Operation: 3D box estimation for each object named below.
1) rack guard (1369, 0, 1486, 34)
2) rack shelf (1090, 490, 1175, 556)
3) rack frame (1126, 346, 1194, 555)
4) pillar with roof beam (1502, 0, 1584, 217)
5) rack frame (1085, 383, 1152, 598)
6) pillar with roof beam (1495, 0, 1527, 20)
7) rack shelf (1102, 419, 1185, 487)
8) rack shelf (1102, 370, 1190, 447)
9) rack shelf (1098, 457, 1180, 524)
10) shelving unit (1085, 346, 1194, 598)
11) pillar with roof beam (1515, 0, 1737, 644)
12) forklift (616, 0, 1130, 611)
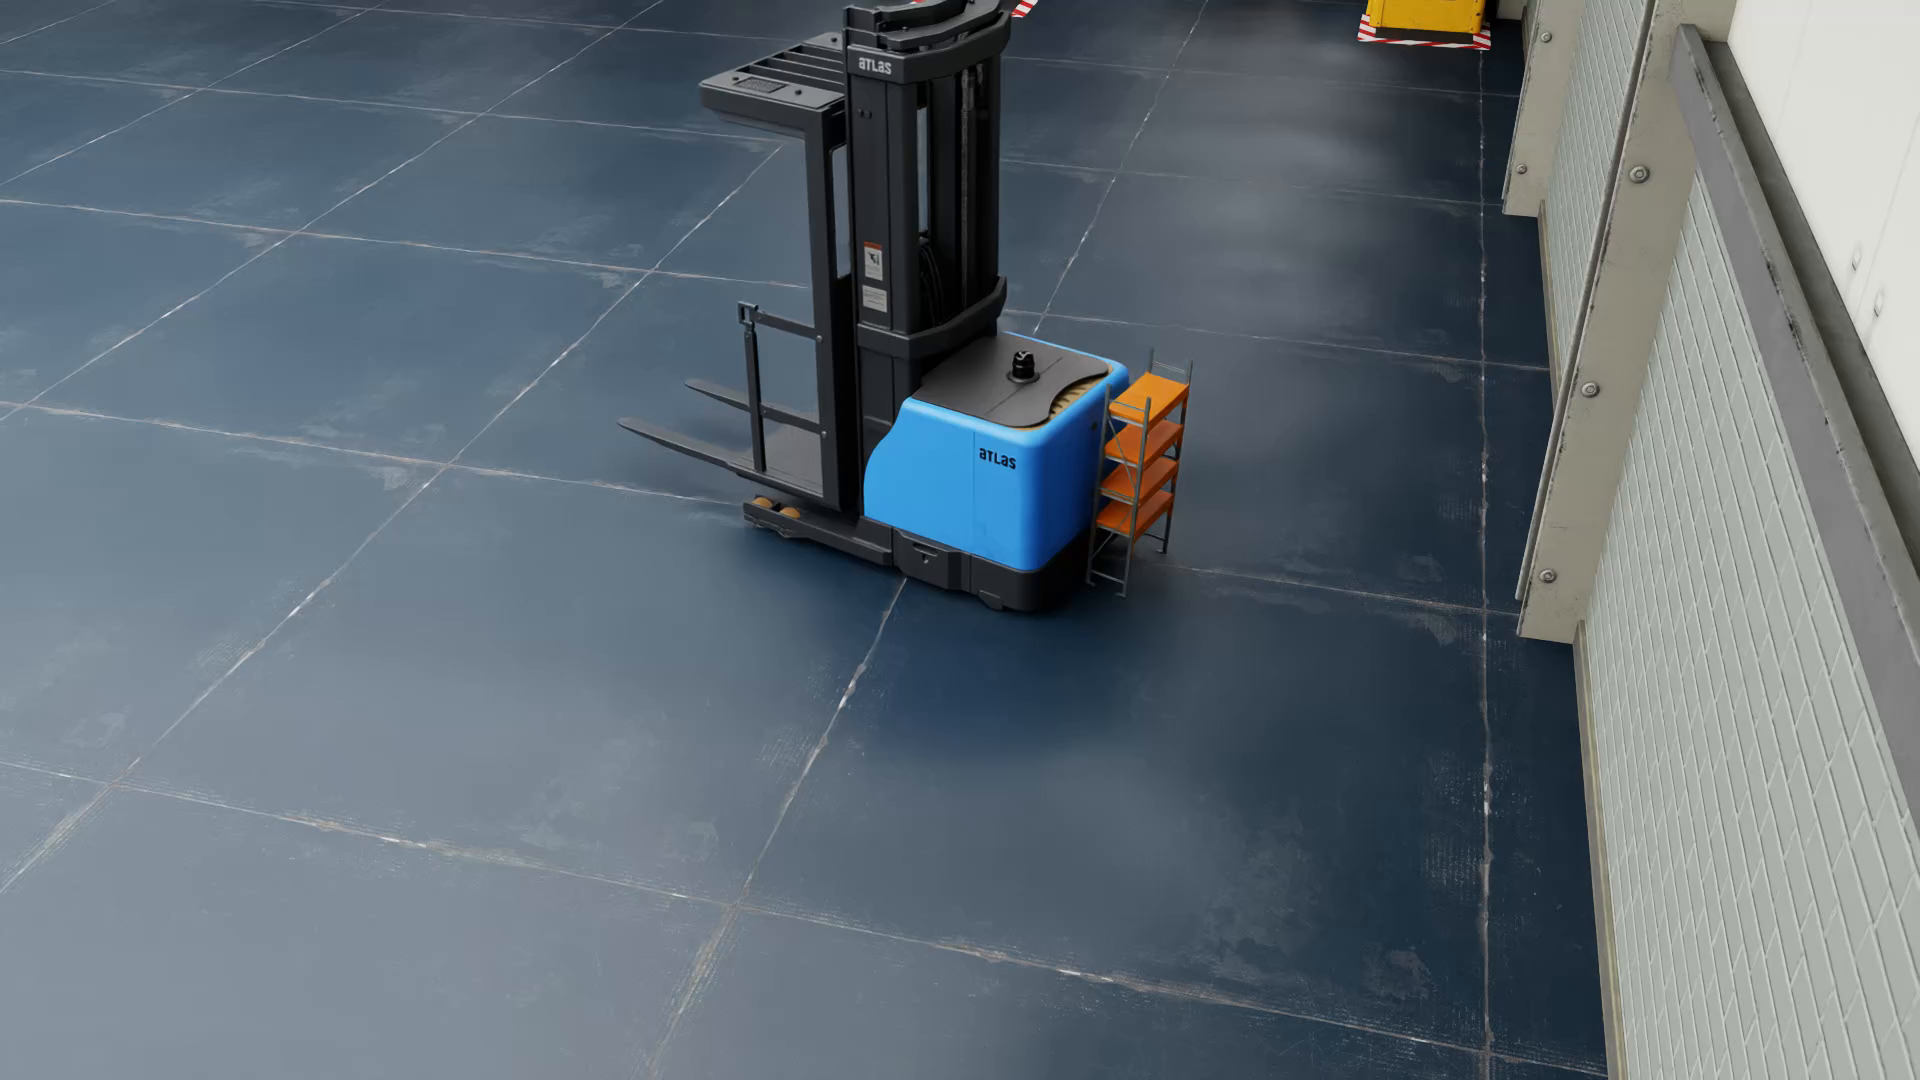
[{"bbox_3d":[5.031,-5.780,17.875,1.175,0.500,0.348,8,33,12],"label":"rack guard"},{"bbox_3d":[0.917,-0.127,8.813,0.258,0.148,0.480,21,38,24],"label":"rack shelf"},{"bbox_3d":[1.056,-0.459,8.840,0.240,1.200,0.015,21,38,24],"label":"rack frame"},{"bbox_3d":[0.399,-7.090,12.015,9.100,9.000,0.400,8,33,12],"label":"pillar with roof beam"},{"bbox_3d":[0.801,-0.235,8.489,0.240,1.200,0.015,21,38,24],"label":"rack frame"},{"bbox_3d":[1.922,-10.203,16.912,9.100,9.000,0.400,8,33,12],"label":"pillar with roof beam"},{"bbox_3d":[0.936,-0.476,8.577,0.258,0.148,0.480,21,38,24],"label":"rack shelf"},{"bbox_3d":[0.946,-0.672,8.445,0.258,0.148,0.480,21,38,24],"label":"rack shelf"},{"bbox_3d":[0.926,-0.291,8.702,0.258,0.148,0.480,21,38,24],"label":"rack shelf"},{"bbox_3d":[0.929,-0.347,8.665,0.258,1.200,0.503,21,38,24],"label":"shelving unit"},{"bbox_3d":[-1.123,-3.976,7.117,9.100,9.000,0.400,8,33,12],"label":"pillar with roof beam"},{"bbox_3d":[-0.611,-1.466,8.824,3.031,2.935,1.130,19,37,27],"label":"forklift"}]
